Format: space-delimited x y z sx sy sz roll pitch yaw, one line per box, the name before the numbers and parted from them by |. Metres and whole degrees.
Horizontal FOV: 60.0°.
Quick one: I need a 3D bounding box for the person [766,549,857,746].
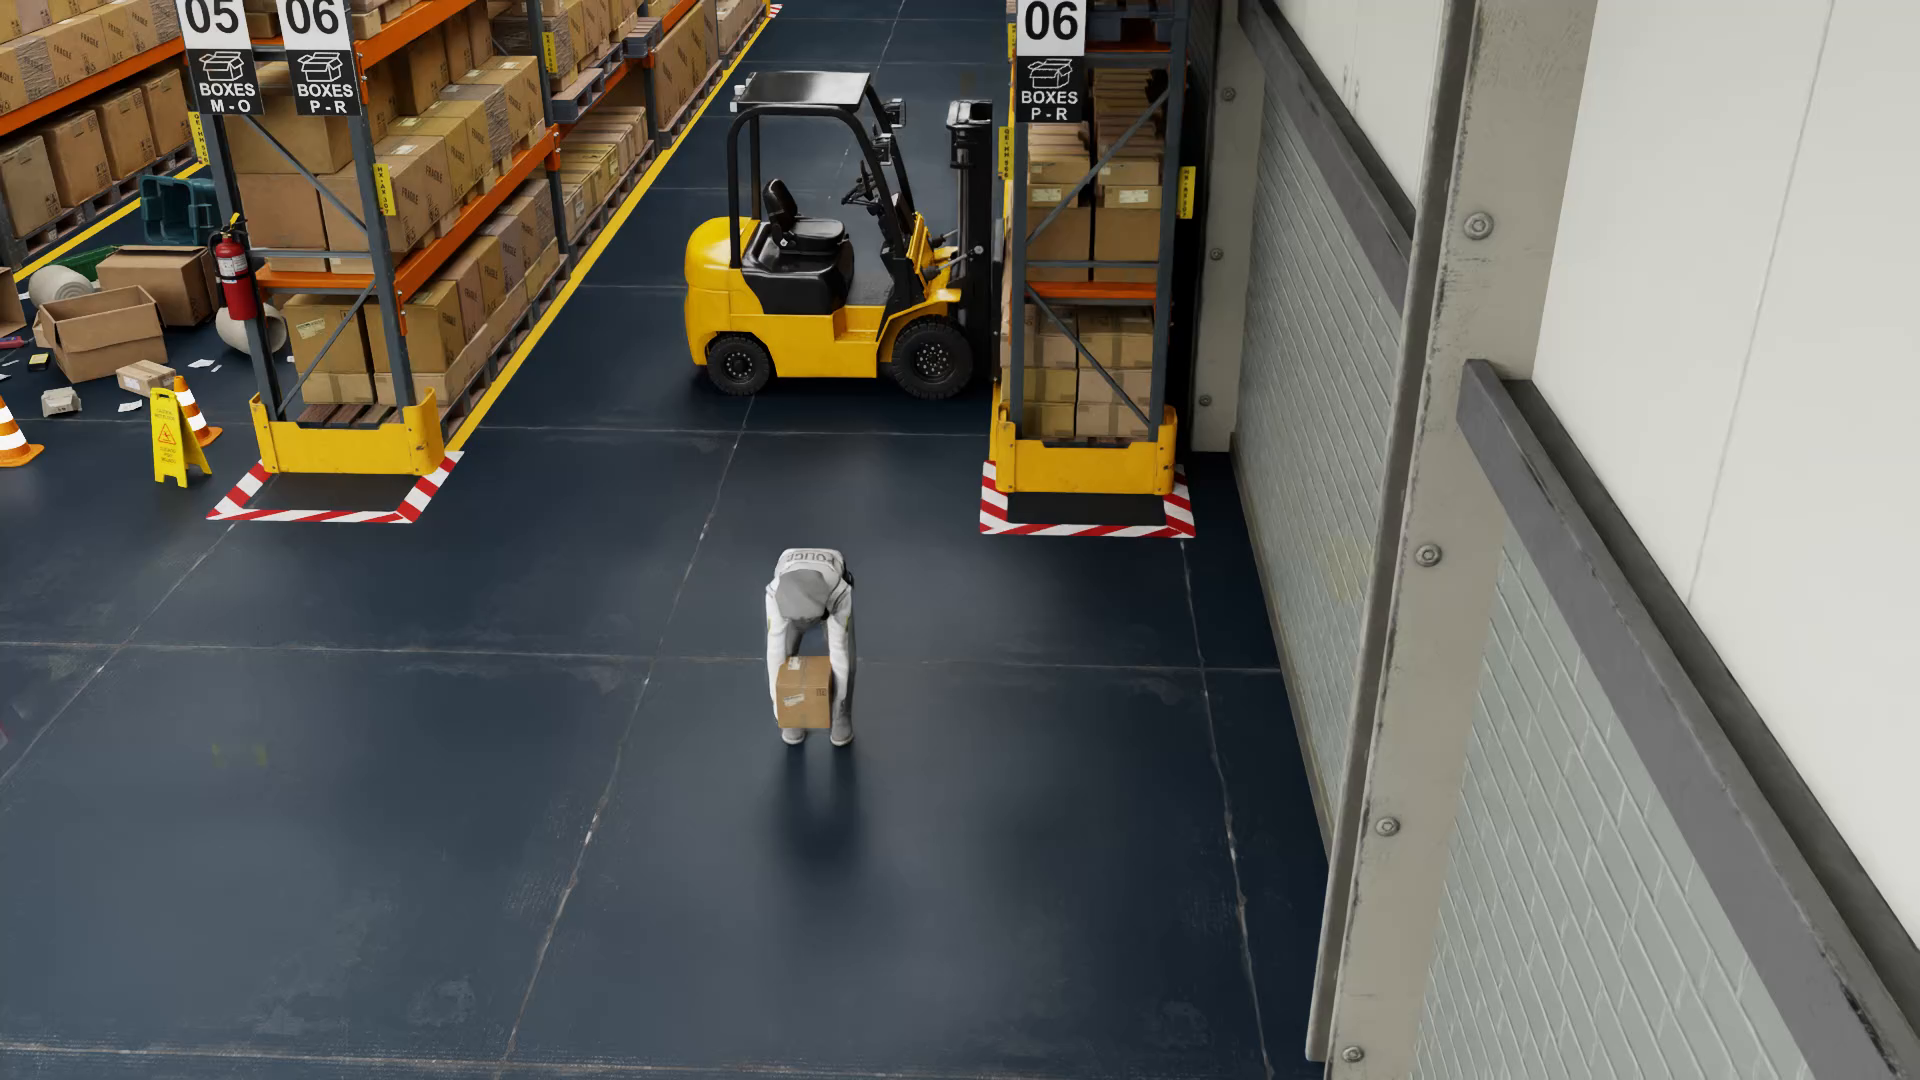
person | -0.725 0.544 8.088 0.429 1.213 0.904 0 28 0
